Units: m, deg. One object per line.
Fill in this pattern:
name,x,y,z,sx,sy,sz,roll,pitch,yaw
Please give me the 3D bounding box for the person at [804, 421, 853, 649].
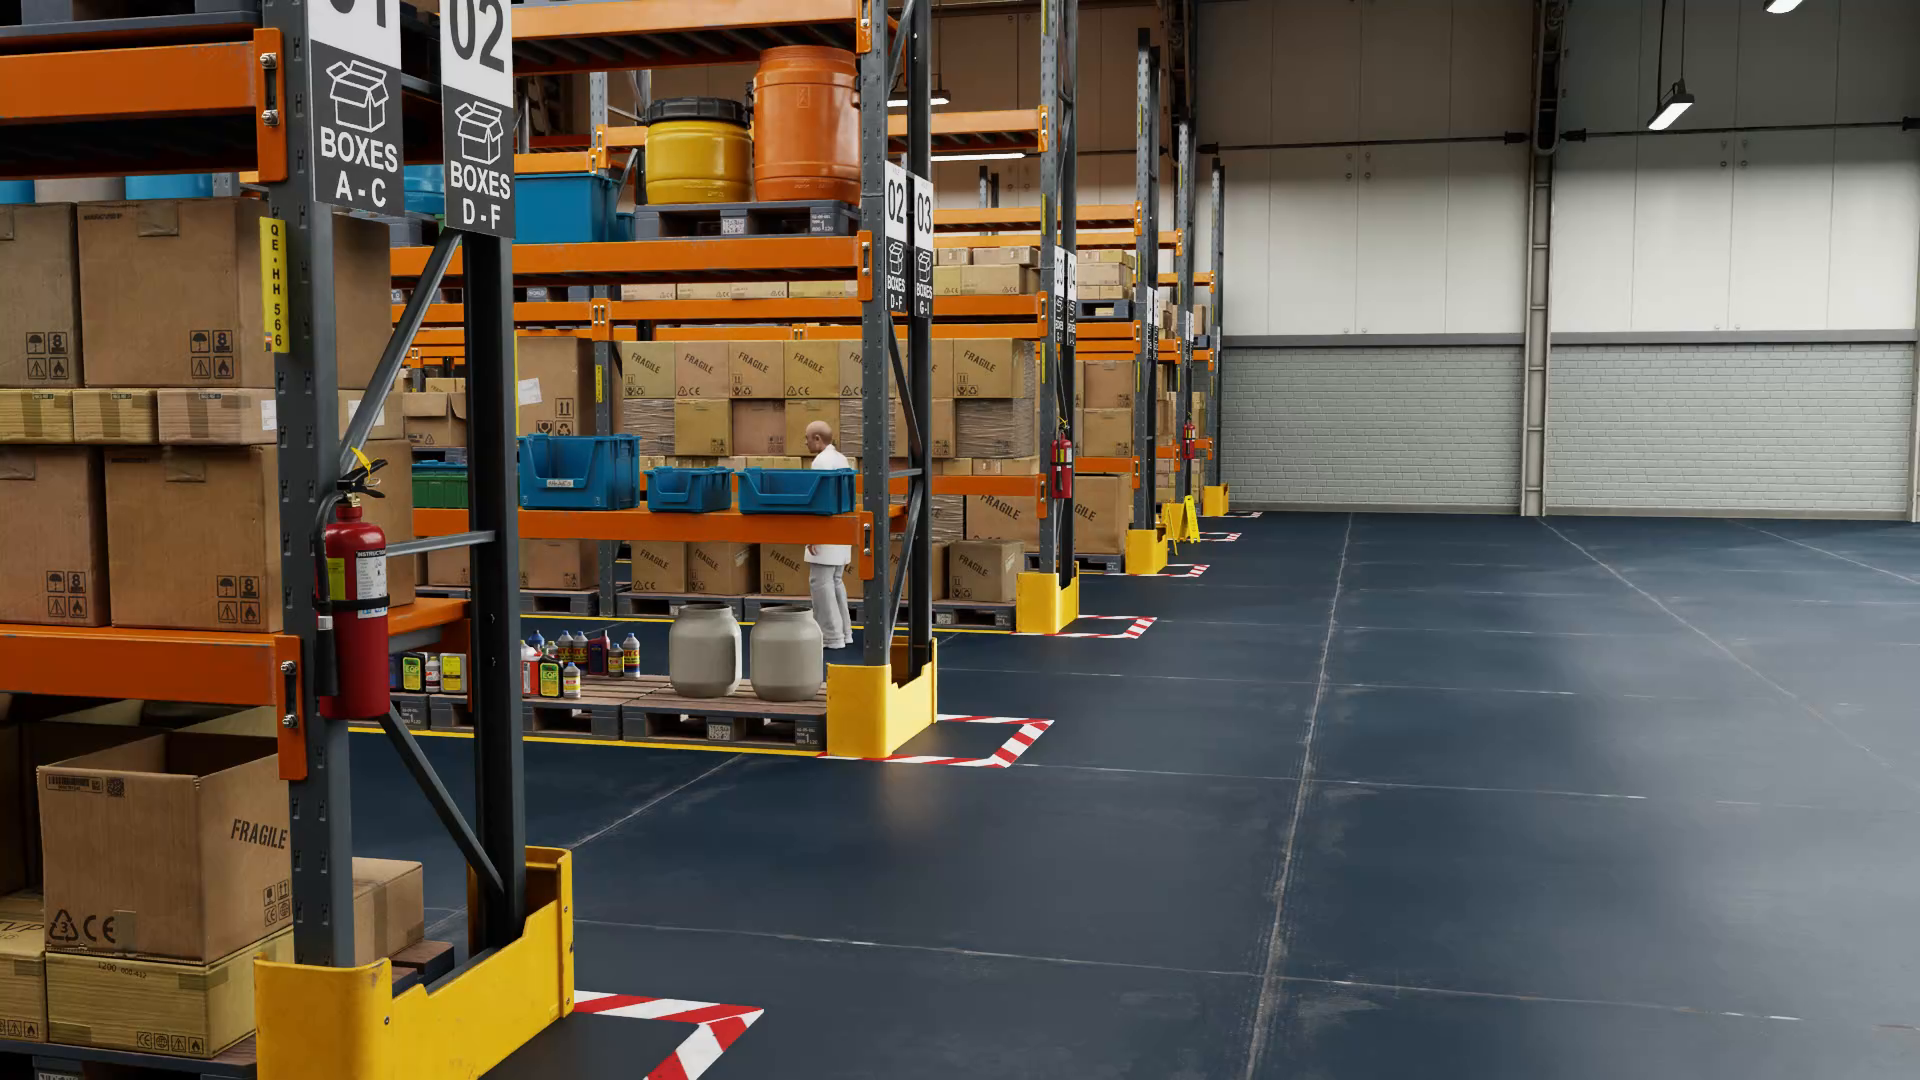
person,-1.040,-0.047,13.035,0.418,1.774,0.648,1,5,13
